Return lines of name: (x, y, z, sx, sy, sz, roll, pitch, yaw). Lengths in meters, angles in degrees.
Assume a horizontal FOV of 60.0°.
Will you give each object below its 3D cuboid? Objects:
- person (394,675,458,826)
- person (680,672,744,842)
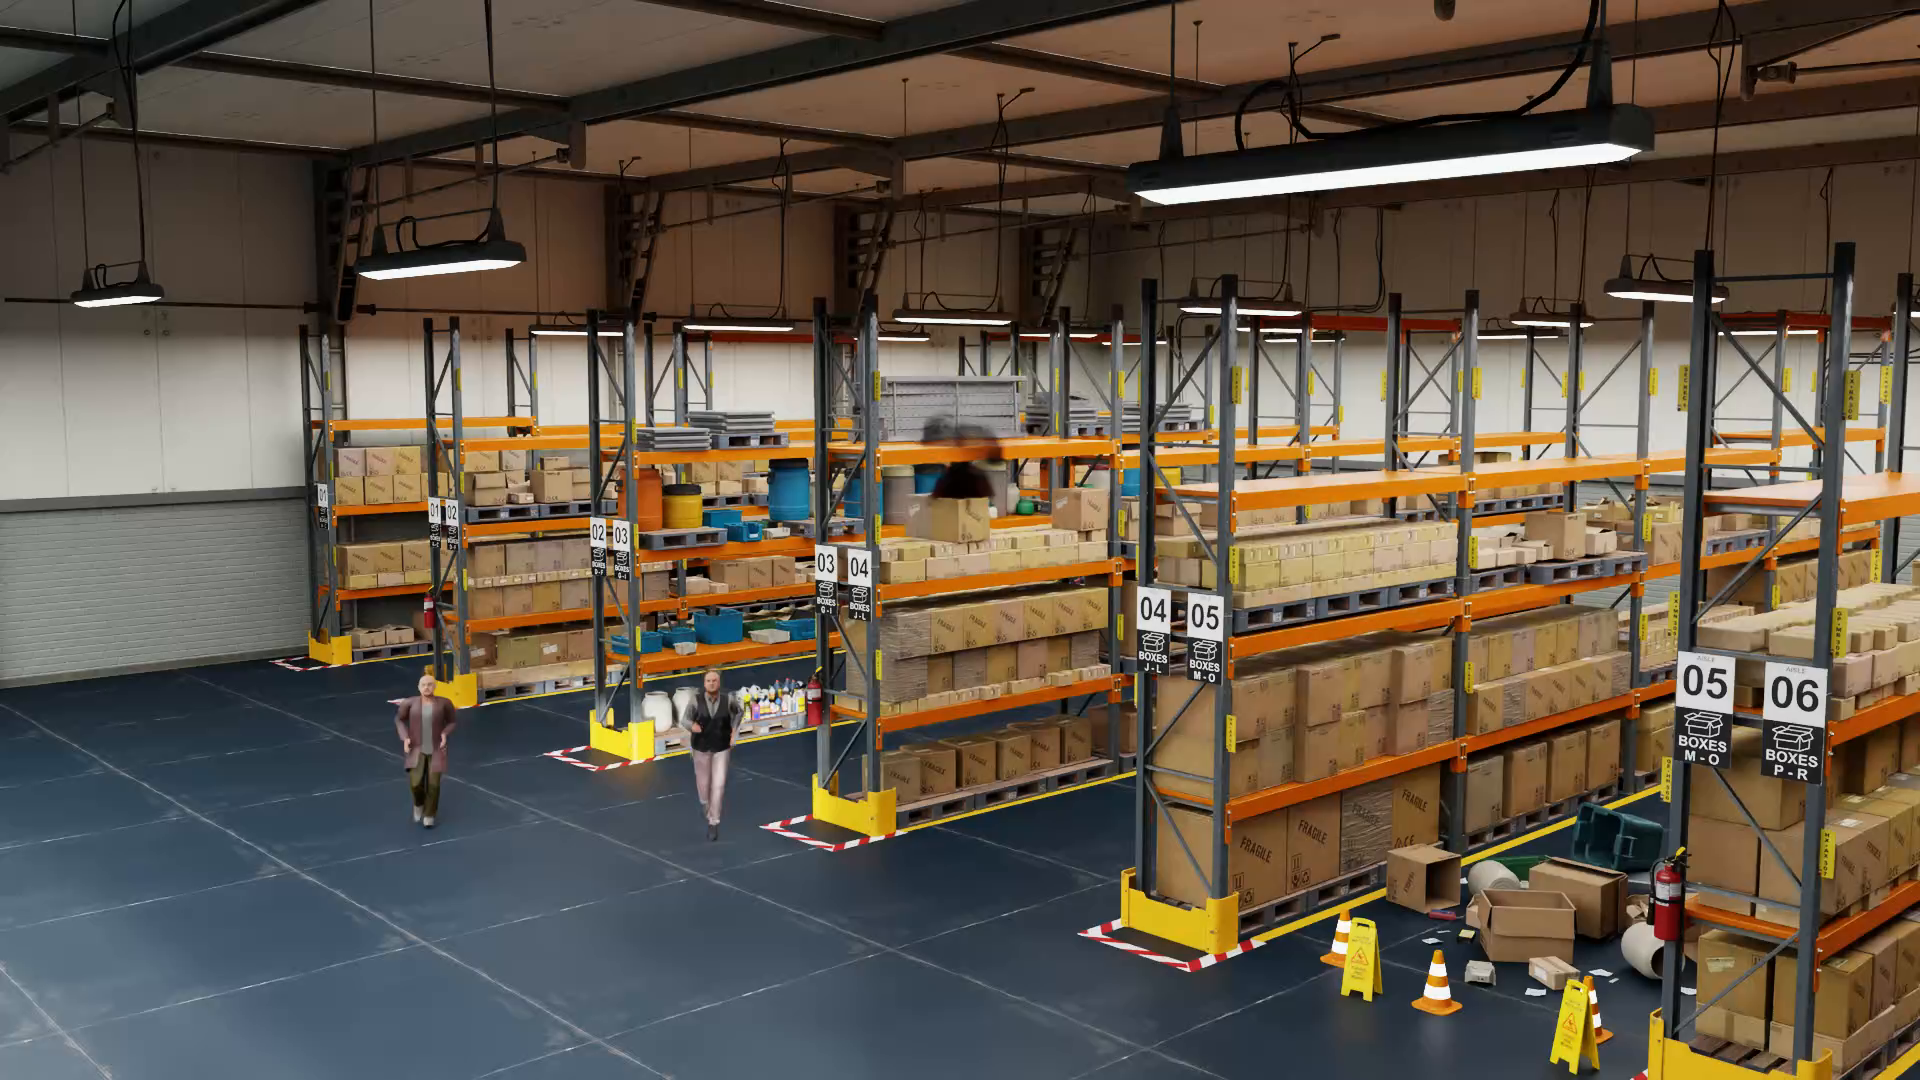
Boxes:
person: (-6.032, 2.396, 18.814, 0.685, 1.735, 0.618, -2, 6, -17)
person: (-2.677, 2.287, 17.964, 0.667, 1.743, 0.941, 0, 6, -5)
